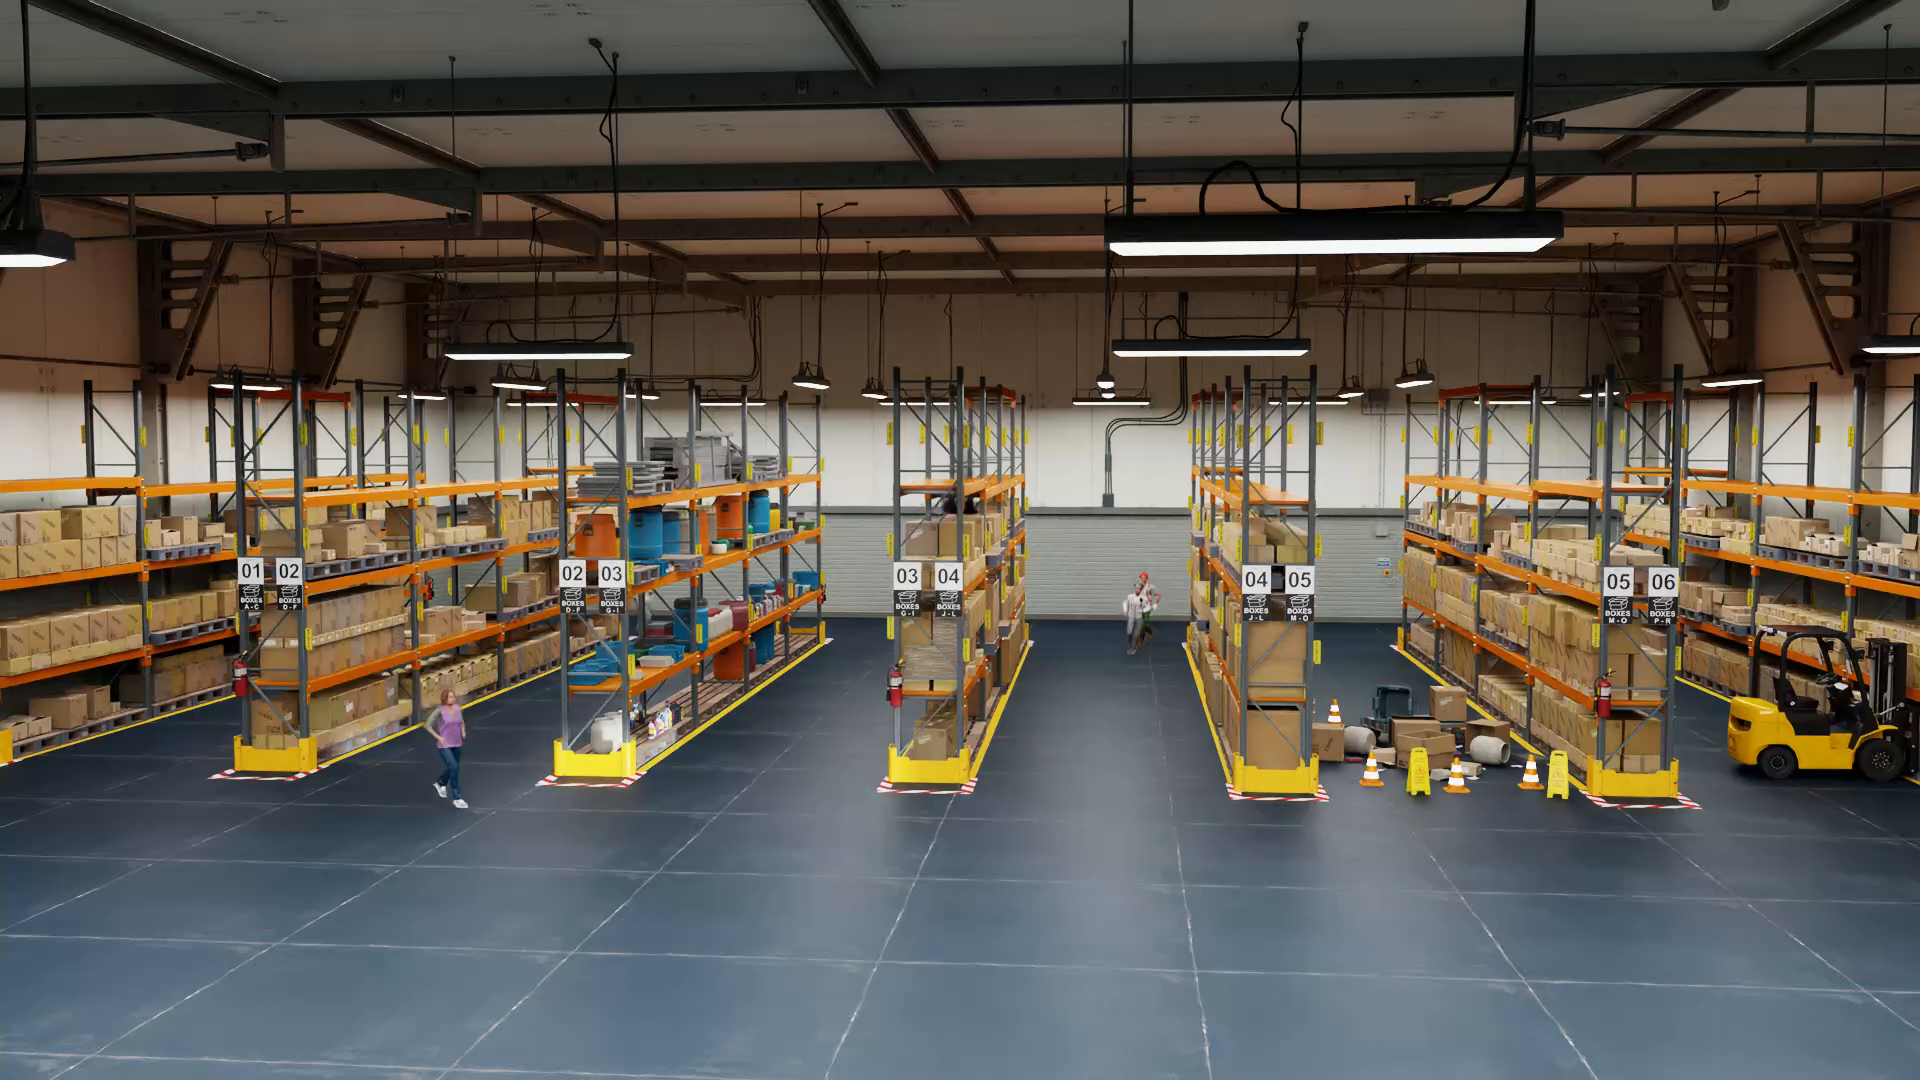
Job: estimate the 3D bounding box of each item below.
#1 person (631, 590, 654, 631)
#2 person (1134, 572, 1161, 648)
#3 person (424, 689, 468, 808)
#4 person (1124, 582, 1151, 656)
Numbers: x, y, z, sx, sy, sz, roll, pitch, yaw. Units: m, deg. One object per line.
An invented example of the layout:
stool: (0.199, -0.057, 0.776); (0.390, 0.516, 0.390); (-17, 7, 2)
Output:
person: (-7.991, 1.592, 41.739); (0.690, 1.711, 0.604); (2, 4, 26)
person: (4.408, 1.660, 39.784); (0.674, 1.782, 0.818); (3, 5, 41)
person: (-6.958, 2.808, 22.538); (0.746, 1.597, 0.548); (3, 4, 35)
person: (4.030, 1.814, 37.951); (0.645, 1.712, 0.590); (1, 4, 13)
